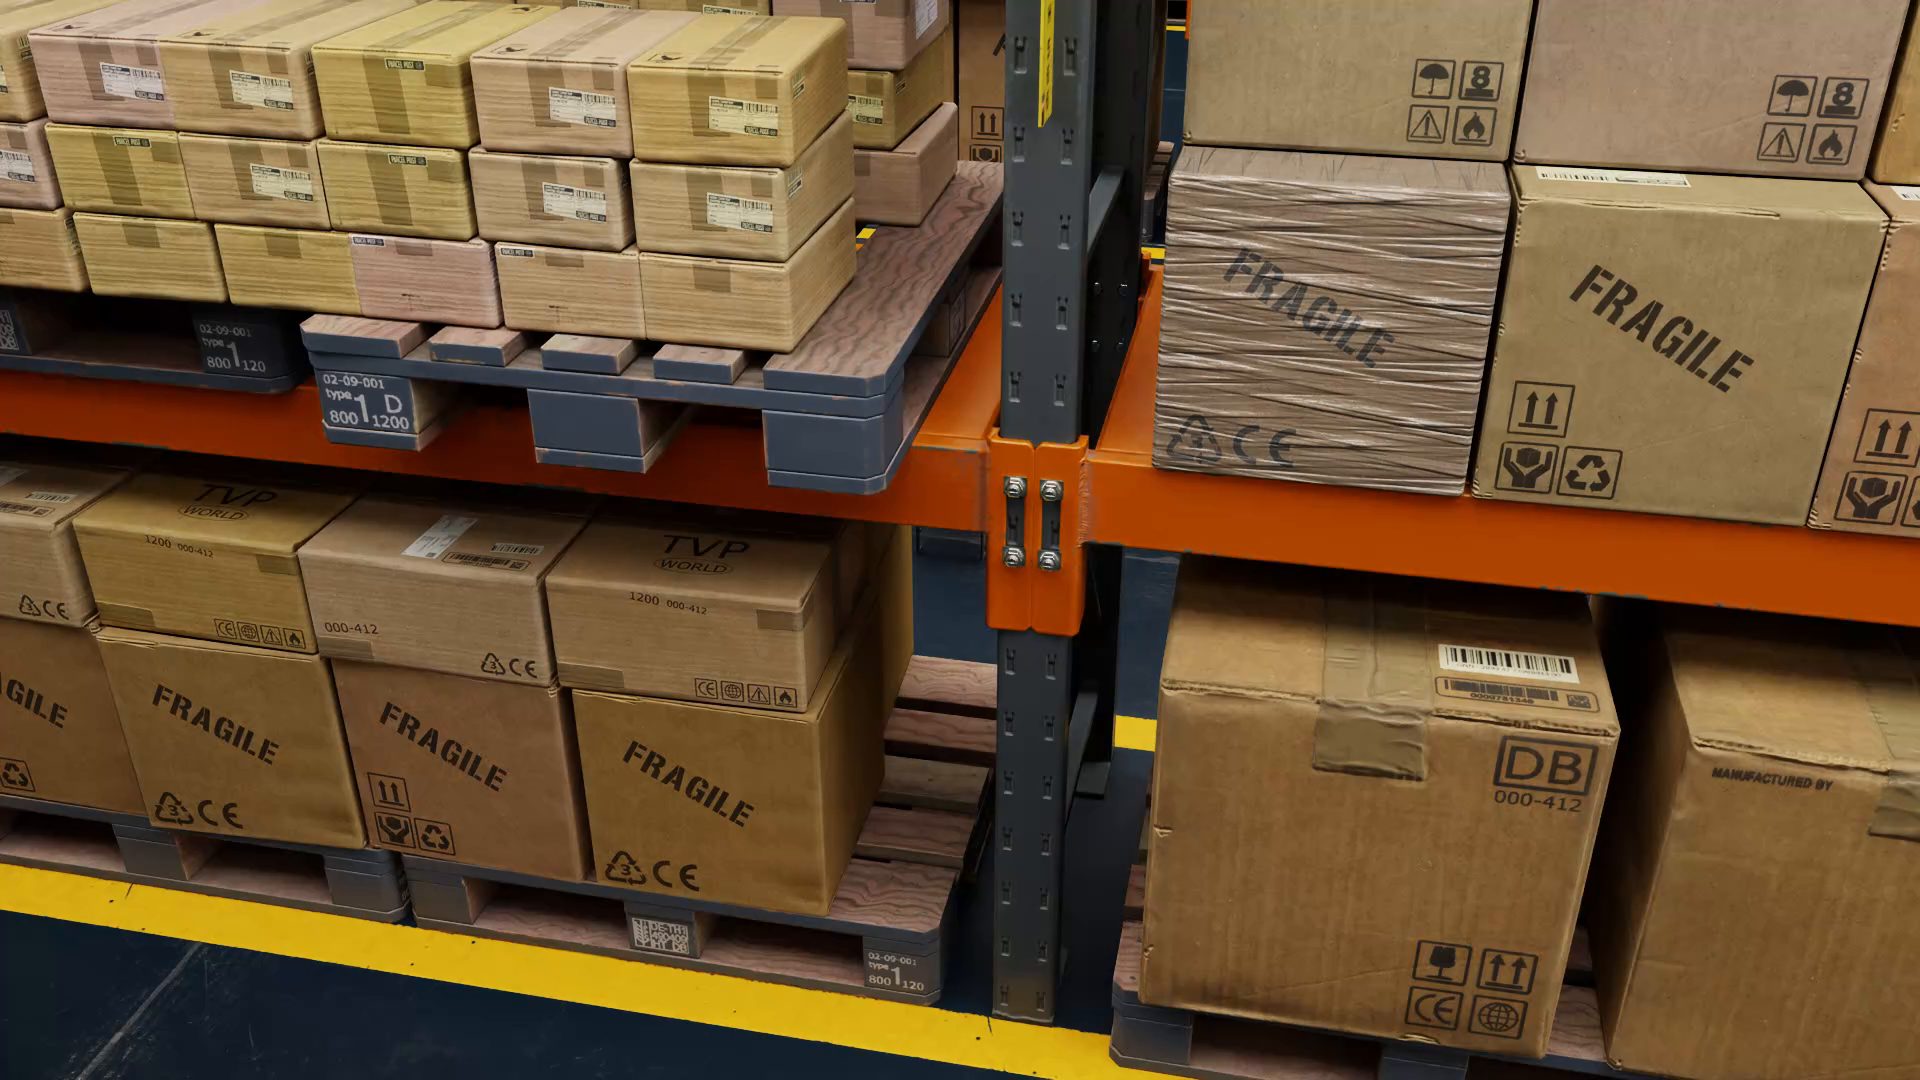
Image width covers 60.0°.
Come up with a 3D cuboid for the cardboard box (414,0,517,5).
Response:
[{"bbox_3d":[-0.941,-1.105,3.350,0.250,0.149,0.380,5,29,8],"label":"cardboard box"}]

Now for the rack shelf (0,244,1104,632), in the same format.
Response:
[{"bbox_3d":[-1.724,-0.439,3.677,4.000,0.370,1.077,6,29,11],"label":"rack shelf"}]

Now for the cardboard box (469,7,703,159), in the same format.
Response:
[{"bbox_3d":[-0.588,-0.749,2.699,0.250,0.149,0.380,6,29,10],"label":"cardboard box"}]

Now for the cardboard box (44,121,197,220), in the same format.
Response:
[{"bbox_3d":[-1.353,-0.697,2.913,0.250,0.149,0.380,6,29,10],"label":"cardboard box"}]

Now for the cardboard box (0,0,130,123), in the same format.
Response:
[{"bbox_3d":[-1.607,-0.853,2.890,0.250,0.149,0.380,7,30,13],"label":"cardboard box"}]

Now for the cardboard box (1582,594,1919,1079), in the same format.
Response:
[{"bbox_3d":[1.664,0.438,3.232,0.750,0.750,1.050,6,29,11],"label":"cardboard box"}]

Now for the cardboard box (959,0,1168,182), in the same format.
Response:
[{"bbox_3d":[0.509,-2.249,8.010,0.875,0.875,0.875,6,29,10],"label":"cardboard box"}]

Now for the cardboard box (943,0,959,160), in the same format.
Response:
[{"bbox_3d":[-0.363,-2.341,8.177,0.875,0.875,0.875,6,29,11],"label":"cardboard box"}]

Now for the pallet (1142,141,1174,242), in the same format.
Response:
[{"bbox_3d":[0.412,-1.780,8.282,1.213,0.211,1.003,6,29,11],"label":"pallet"}]

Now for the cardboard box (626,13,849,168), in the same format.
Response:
[{"bbox_3d":[-0.343,-0.723,2.651,0.250,0.149,0.380,5,29,9],"label":"cardboard box"}]

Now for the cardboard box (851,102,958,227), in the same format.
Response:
[{"bbox_3d":[-0.164,-0.768,3.353,0.250,0.149,0.380,5,29,10],"label":"cardboard box"}]

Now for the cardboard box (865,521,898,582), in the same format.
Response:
[{"bbox_3d":[-0.392,-0.154,3.792,0.500,0.250,0.500,5,29,8],"label":"cardboard box"}]

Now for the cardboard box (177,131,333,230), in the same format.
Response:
[{"bbox_3d":[-1.110,-0.671,2.866,0.250,0.149,0.380,6,29,11],"label":"cardboard box"}]

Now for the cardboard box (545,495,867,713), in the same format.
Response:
[{"bbox_3d":[-0.492,0.084,3.358,0.500,0.250,0.500,5,29,9],"label":"cardboard box"}]

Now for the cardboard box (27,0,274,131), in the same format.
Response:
[{"bbox_3d":[-1.341,-0.827,2.842,0.250,0.149,0.380,6,29,11],"label":"cardboard box"}]

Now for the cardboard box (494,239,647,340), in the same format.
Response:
[{"bbox_3d":[-0.589,-0.487,2.841,0.250,0.149,0.380,6,29,10],"label":"cardboard box"}]

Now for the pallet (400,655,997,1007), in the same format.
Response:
[{"bbox_3d":[-0.532,0.590,3.952,1.213,0.211,1.003,6,29,11],"label":"pallet"}]

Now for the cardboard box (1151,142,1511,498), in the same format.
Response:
[{"bbox_3d":[0.615,-0.426,2.800,0.500,0.500,0.500,6,29,11],"label":"cardboard box"}]

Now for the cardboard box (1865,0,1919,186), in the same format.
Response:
[{"bbox_3d":[1.666,-0.886,2.600,0.500,0.500,0.700,5,29,10],"label":"cardboard box"}]

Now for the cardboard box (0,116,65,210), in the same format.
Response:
[{"bbox_3d":[-1.608,-0.722,2.961,0.250,0.149,0.380,7,29,12],"label":"cardboard box"}]

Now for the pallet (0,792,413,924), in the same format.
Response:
[{"bbox_3d":[-1.721,0.467,4.178,1.213,0.211,1.003,6,29,11],"label":"pallet"}]

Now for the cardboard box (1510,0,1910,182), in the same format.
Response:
[{"bbox_3d":[1.164,-0.937,2.692,0.500,0.500,0.700,5,29,10],"label":"cardboard box"}]

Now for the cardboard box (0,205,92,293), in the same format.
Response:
[{"bbox_3d":[-1.600,-0.593,3.033,0.250,0.149,0.380,7,29,12],"label":"cardboard box"}]

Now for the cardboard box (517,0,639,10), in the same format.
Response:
[{"bbox_3d":[-0.682,-1.079,3.301,0.250,0.149,0.380,6,29,10],"label":"cardboard box"}]

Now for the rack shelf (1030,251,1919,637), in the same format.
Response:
[{"bbox_3d":[2.188,-0.038,2.945,4.000,0.370,1.077,6,29,11],"label":"rack shelf"}]

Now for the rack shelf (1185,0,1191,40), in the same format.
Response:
[{"bbox_3d":[-0.789,-2.774,7.942,4.000,0.370,1.077,6,29,11],"label":"rack shelf"}]

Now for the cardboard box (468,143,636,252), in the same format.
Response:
[{"bbox_3d":[-0.608,-0.620,2.774,0.250,0.149,0.380,7,29,12],"label":"cardboard box"}]

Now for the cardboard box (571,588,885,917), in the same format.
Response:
[{"bbox_3d":[-0.466,0.415,3.534,0.500,0.500,0.500,6,29,10],"label":"cardboard box"}]

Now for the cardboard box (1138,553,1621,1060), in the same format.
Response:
[{"bbox_3d":[0.809,0.352,3.389,0.750,0.750,1.050,5,29,10],"label":"cardboard box"}]

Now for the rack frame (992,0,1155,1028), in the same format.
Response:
[{"bbox_3d":[0.232,-0.554,3.138,0.127,3.000,1.000,6,29,11],"label":"rack frame"}]

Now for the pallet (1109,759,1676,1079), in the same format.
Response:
[{"bbox_3d":[0.987,0.784,3.599,1.213,0.211,1.003,6,29,11],"label":"pallet"}]

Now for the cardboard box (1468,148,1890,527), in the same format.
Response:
[{"bbox_3d":[1.112,-0.376,2.710,0.500,0.500,0.500,6,29,10],"label":"cardboard box"}]

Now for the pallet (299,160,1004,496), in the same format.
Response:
[{"bbox_3d":[-0.487,-0.491,3.223,1.003,0.211,1.213,6,29,11],"label":"pallet"}]

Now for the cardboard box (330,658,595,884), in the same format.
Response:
[{"bbox_3d":[-0.973,0.361,3.632,0.500,0.500,0.500,7,29,13],"label":"cardboard box"}]

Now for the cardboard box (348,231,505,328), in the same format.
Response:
[{"bbox_3d":[-0.841,-0.513,2.888,0.250,0.149,0.380,6,29,11],"label":"cardboard box"}]

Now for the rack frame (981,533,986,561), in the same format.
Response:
[{"bbox_3d":[0.091,-0.385,5.017,0.006,0.900,0.240,6,29,11],"label":"rack frame"}]

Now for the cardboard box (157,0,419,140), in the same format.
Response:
[{"bbox_3d":[-1.106,-0.800,2.793,0.250,0.149,0.380,7,29,12],"label":"cardboard box"}]

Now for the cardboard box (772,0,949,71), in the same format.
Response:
[{"bbox_3d":[-0.184,-1.027,3.207,0.250,0.149,0.380,6,29,11],"label":"cardboard box"}]

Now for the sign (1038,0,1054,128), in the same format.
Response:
[{"bbox_3d":[0.128,-0.771,2.412,0.005,0.325,0.100,6,29,11],"label":"sign"}]

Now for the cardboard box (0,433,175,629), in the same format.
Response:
[{"bbox_3d":[-1.993,-0.068,3.636,0.500,0.250,0.500,7,29,12],"label":"cardboard box"}]

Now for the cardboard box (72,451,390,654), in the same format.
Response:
[{"bbox_3d":[-1.482,-0.020,3.548,0.500,0.250,0.500,7,29,12],"label":"cardboard box"}]

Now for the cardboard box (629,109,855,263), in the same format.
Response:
[{"bbox_3d":[-0.346,-0.594,2.726,0.250,0.149,0.380,6,29,12],"label":"cardboard box"}]

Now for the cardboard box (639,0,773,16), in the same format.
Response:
[{"bbox_3d":[-0.443,-1.052,3.253,0.250,0.149,0.380,5,29,9],"label":"cardboard box"}]

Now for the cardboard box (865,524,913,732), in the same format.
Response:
[{"bbox_3d":[-0.407,0.168,3.986,0.500,0.500,0.500,5,29,8],"label":"cardboard box"}]

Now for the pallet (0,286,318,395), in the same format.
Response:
[{"bbox_3d":[-1.713,-0.649,3.512,1.213,0.211,1.003,6,29,11],"label":"pallet"}]

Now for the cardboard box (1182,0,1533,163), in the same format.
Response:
[{"bbox_3d":[0.669,-0.987,2.783,0.500,0.500,0.700,6,29,10],"label":"cardboard box"}]

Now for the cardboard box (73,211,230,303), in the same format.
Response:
[{"bbox_3d":[-1.347,-0.566,2.984,0.250,0.149,0.380,5,29,8],"label":"cardboard box"}]

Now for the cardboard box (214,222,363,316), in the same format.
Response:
[{"bbox_3d":[-1.084,-0.540,2.936,0.250,0.149,0.380,5,29,10],"label":"cardboard box"}]

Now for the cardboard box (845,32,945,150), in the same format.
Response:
[{"bbox_3d":[-0.199,-0.901,3.287,0.250,0.149,0.380,7,30,13],"label":"cardboard box"}]

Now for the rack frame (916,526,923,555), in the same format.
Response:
[{"bbox_3d":[-0.107,-0.406,5.054,0.006,0.900,0.240,6,29,11],"label":"rack frame"}]

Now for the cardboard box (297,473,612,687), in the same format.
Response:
[{"bbox_3d":[-0.988,0.038,3.441,0.500,0.250,0.500,6,29,11],"label":"cardboard box"}]

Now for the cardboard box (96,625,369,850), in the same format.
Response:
[{"bbox_3d":[-1.494,0.316,3.715,0.500,0.500,0.500,5,29,8],"label":"cardboard box"}]

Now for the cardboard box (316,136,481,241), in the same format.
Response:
[{"bbox_3d":[-0.866,-0.645,2.820,0.250,0.149,0.380,7,29,12],"label":"cardboard box"}]

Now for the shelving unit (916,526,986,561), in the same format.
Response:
[{"bbox_3d":[-0.008,-0.396,5.035,0.210,0.900,0.258,6,29,11],"label":"shelving unit"}]

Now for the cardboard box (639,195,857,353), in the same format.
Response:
[{"bbox_3d":[-0.347,-0.462,2.794,0.250,0.149,0.380,6,29,11],"label":"cardboard box"}]

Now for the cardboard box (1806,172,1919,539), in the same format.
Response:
[{"bbox_3d":[1.606,-0.326,2.617,0.500,0.500,0.500,6,29,11],"label":"cardboard box"}]

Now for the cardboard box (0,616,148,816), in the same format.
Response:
[{"bbox_3d":[-1.980,0.254,3.828,0.500,0.500,0.500,6,29,11],"label":"cardboard box"}]

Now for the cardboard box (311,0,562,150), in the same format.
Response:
[{"bbox_3d":[-0.844,-0.775,2.747,0.250,0.149,0.380,7,29,12],"label":"cardboard box"}]

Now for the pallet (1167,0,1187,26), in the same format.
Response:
[{"bbox_3d":[1.477,-4.090,12.500,1.213,0.211,1.003,6,29,11],"label":"pallet"}]
